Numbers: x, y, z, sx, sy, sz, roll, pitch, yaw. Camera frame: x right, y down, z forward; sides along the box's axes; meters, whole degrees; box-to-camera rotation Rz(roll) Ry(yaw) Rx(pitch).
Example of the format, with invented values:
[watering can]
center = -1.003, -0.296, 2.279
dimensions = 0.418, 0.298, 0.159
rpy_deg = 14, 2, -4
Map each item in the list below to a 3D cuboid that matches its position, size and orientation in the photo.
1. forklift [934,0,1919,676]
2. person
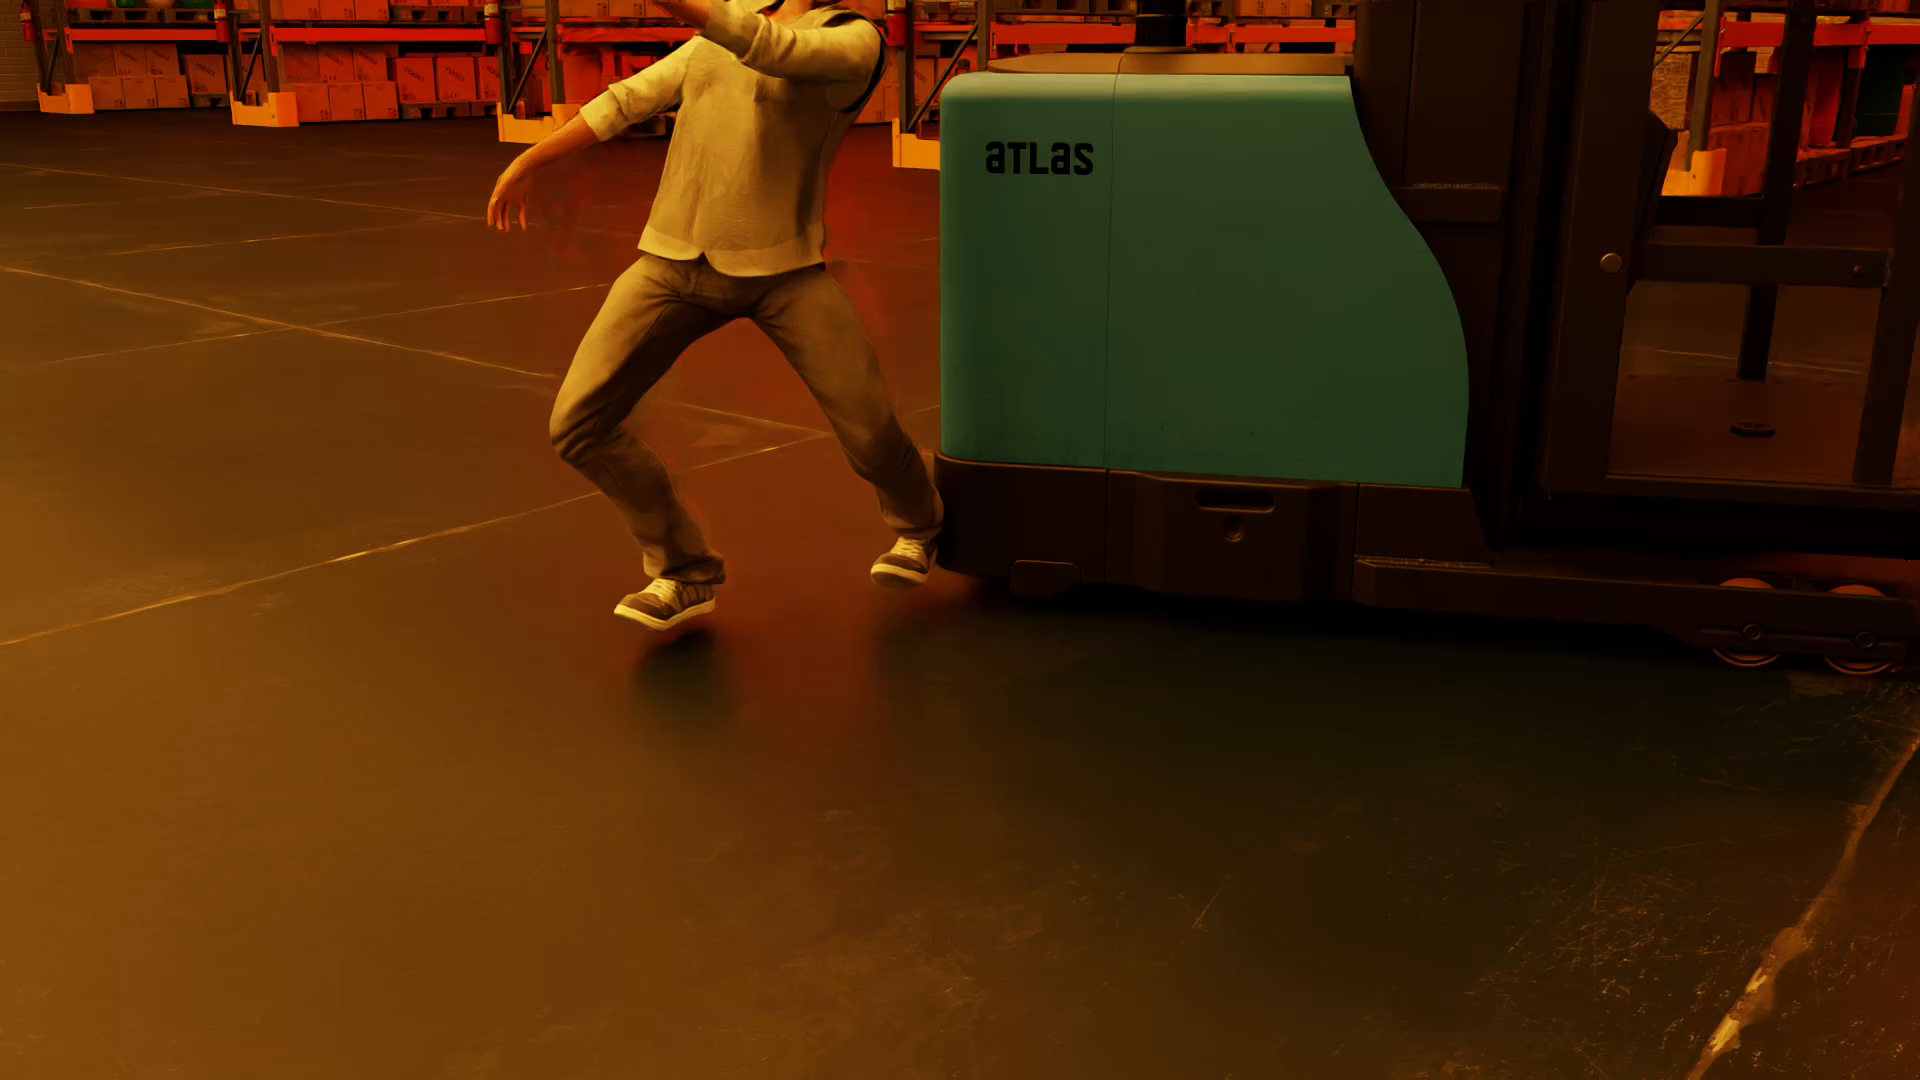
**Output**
[forklift]
center = 1.518, -1.319, 3.240
dimensions = 3.031, 2.935, 1.130
rpy_deg = 4, 17, 12
[person]
center = -0.483, -0.506, 3.148
dimensions = 0.807, 1.366, 0.749
rpy_deg = 5, 17, 15
